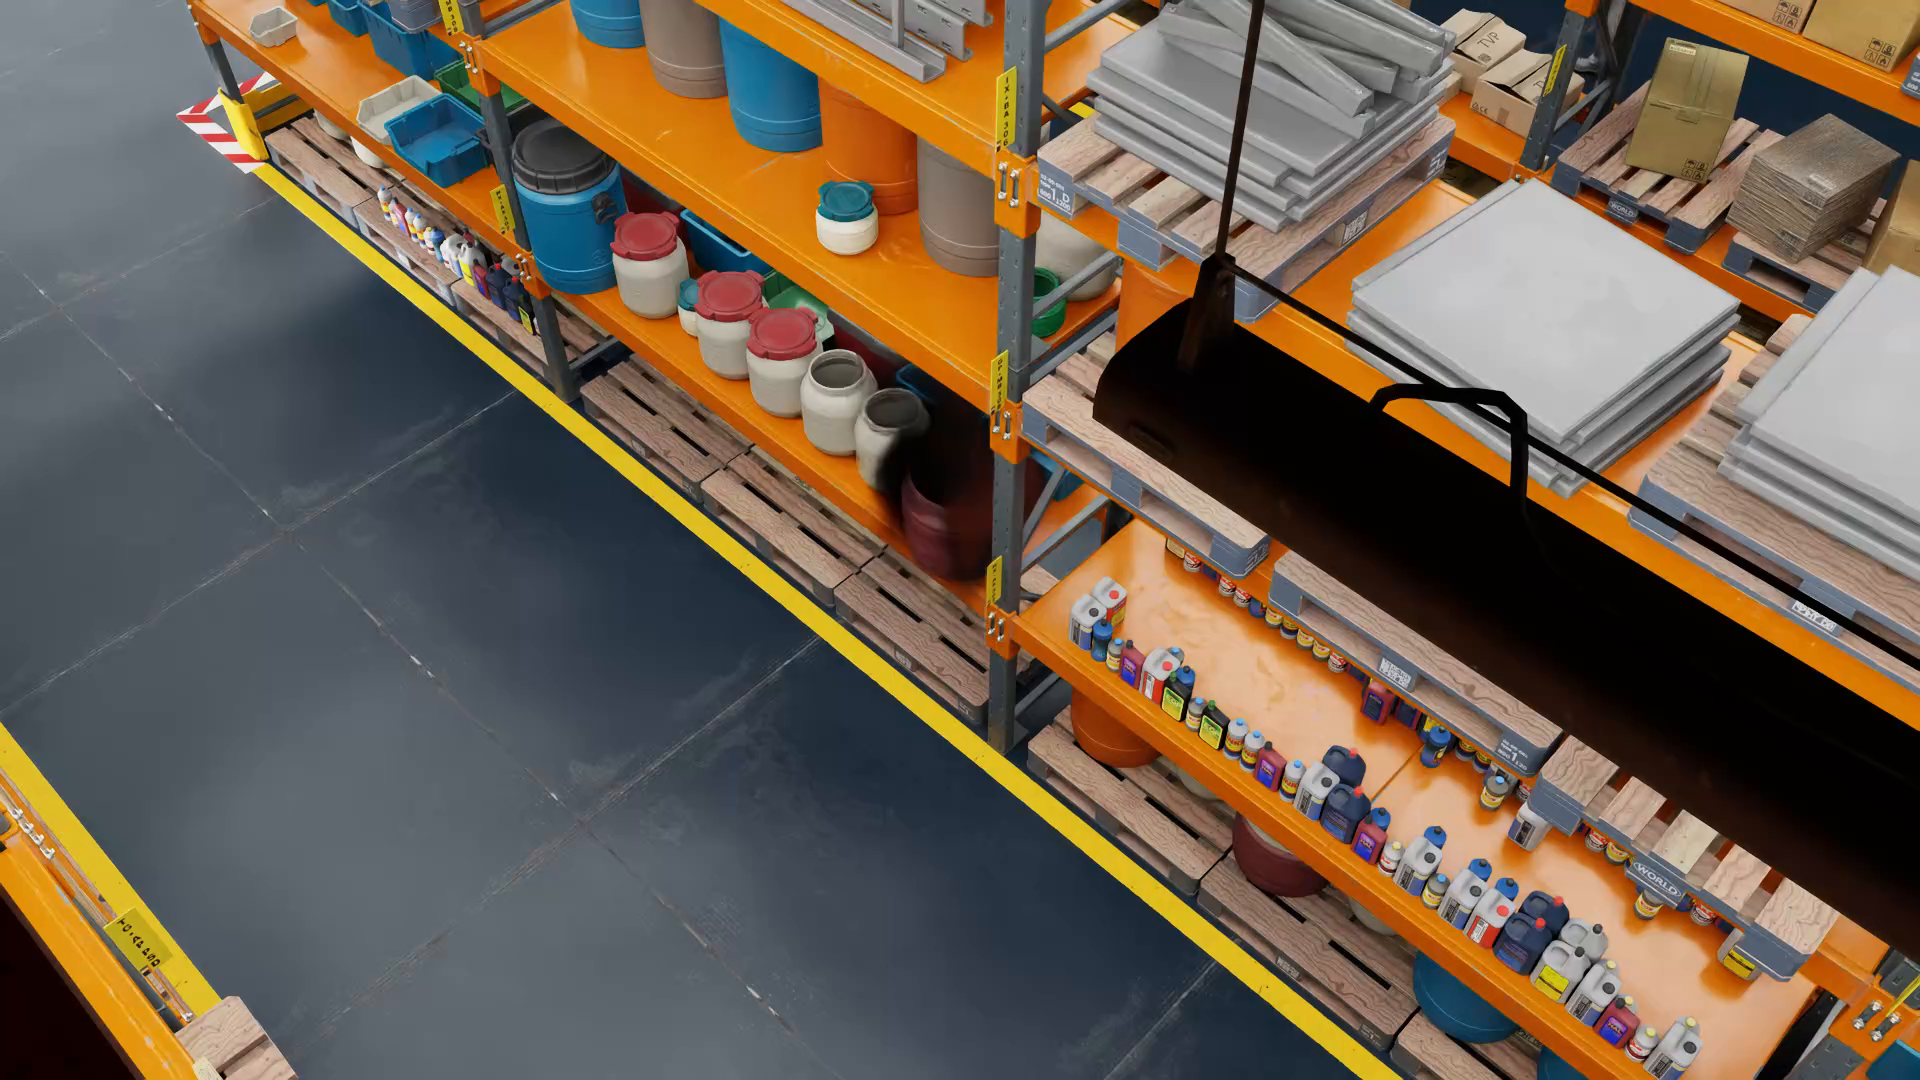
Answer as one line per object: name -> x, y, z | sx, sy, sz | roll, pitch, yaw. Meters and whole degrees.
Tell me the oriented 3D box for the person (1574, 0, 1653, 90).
person -> 5.095, -4.225, 12.801 | 0.451, 1.809, 0.674 | -10, 51, -8
